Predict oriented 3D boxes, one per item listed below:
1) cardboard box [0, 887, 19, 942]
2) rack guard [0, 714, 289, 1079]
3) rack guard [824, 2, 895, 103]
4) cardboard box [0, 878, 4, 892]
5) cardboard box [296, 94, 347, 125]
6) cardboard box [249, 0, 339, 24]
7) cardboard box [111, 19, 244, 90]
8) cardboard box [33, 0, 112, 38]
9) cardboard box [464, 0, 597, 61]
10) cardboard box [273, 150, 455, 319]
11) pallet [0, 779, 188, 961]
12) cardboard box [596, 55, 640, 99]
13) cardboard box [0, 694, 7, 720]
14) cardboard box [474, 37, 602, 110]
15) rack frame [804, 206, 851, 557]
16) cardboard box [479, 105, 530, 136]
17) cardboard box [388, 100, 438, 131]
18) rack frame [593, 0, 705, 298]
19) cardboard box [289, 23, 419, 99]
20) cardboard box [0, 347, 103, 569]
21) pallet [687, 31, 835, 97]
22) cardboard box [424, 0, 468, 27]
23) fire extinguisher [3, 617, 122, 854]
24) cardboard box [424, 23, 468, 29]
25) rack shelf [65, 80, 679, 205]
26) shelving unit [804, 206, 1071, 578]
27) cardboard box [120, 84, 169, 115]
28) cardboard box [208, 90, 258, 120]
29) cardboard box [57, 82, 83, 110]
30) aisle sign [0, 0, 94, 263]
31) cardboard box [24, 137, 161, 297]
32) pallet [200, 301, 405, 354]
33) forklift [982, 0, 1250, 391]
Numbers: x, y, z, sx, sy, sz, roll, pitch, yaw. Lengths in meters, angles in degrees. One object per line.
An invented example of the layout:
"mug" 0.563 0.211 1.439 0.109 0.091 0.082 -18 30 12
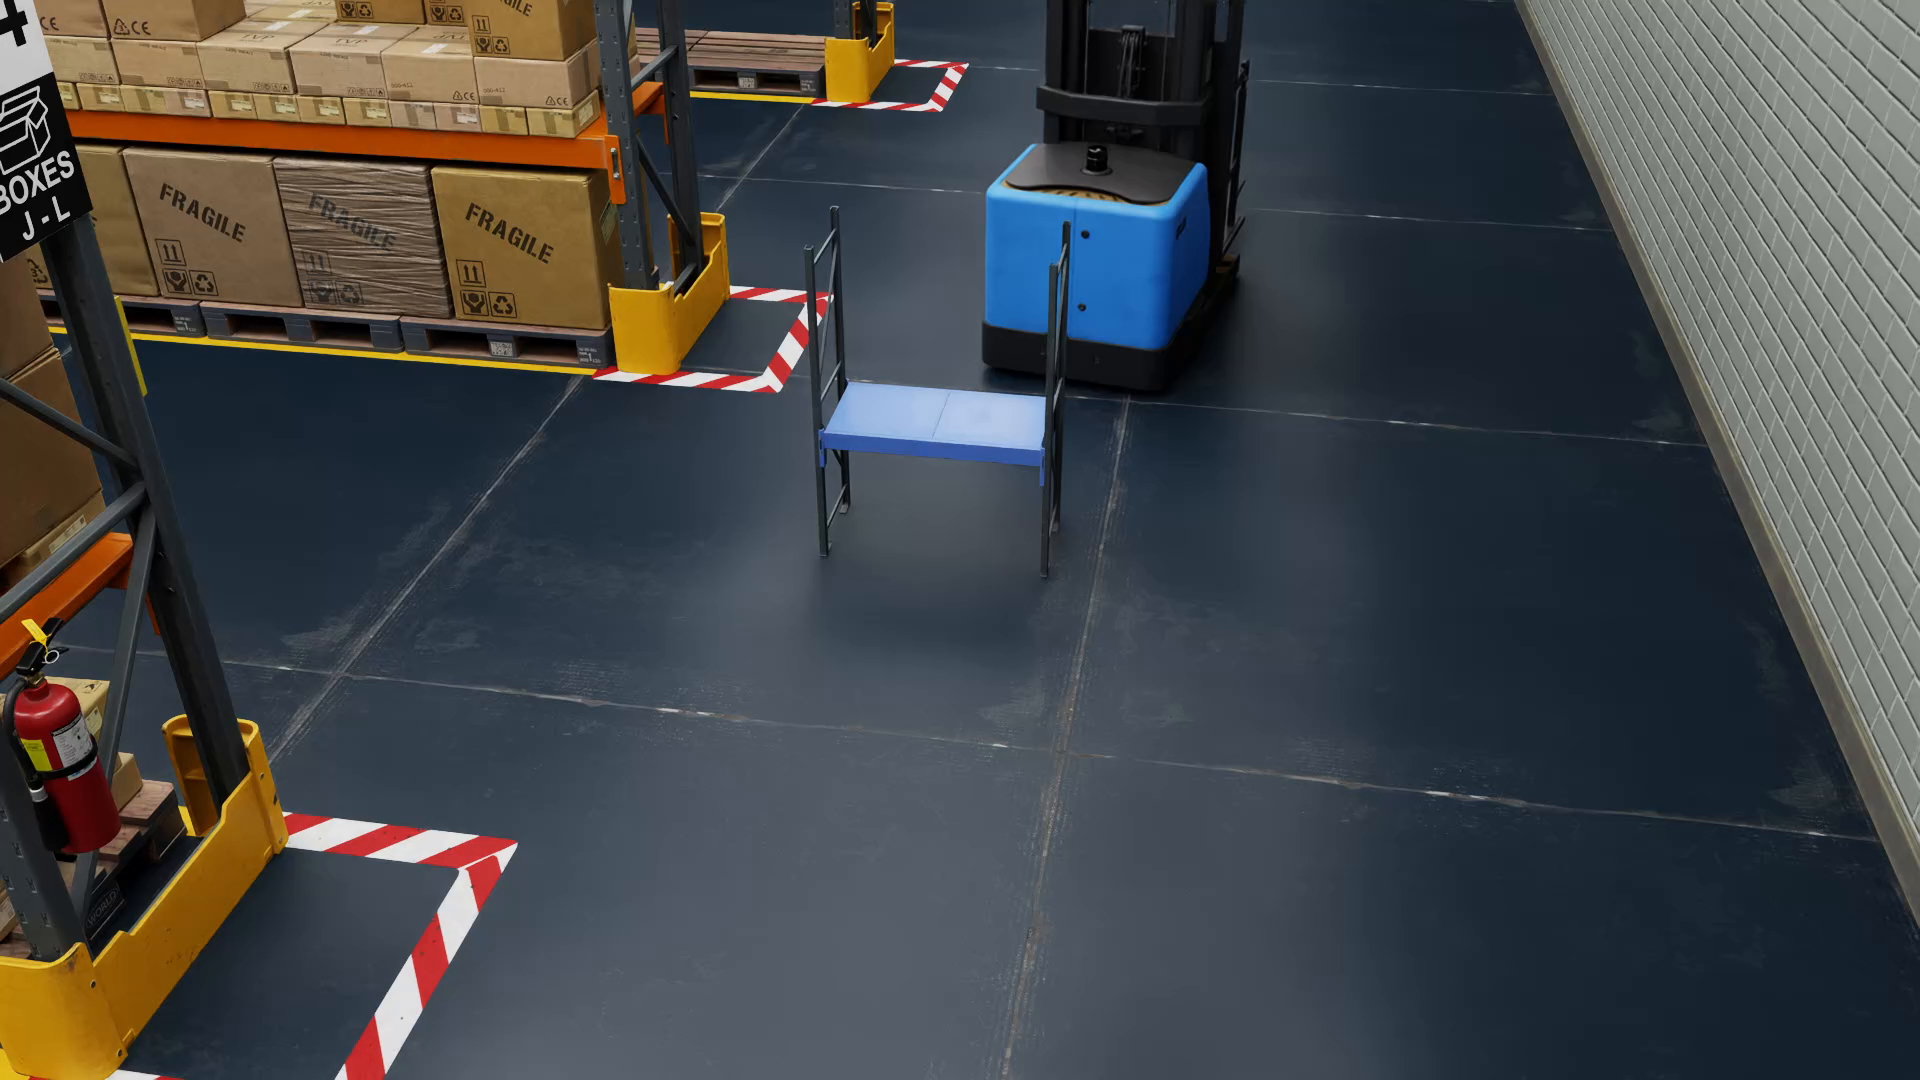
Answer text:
"cardboard box" -3.166 1.178 5.333 0.250 0.149 0.380 6 32 9
"rack guard" -2.687 1.138 5.461 0.348 0.500 1.175 5 32 8
"rack guard" -0.819 -4.035 13.726 0.348 0.500 1.175 5 32 8
"cardboard box" -3.180 1.092 5.190 0.250 0.149 0.380 4 32 7
"cardboard box" -3.347 -2.366 8.940 0.250 0.149 0.380 5 32 8
"cardboard box" -3.629 -2.880 9.385 0.500 0.250 0.500 5 32 7
"cardboard box" -4.201 -2.650 9.018 0.500 0.250 0.500 6 33 9
"cardboard box" -4.708 -3.013 8.890 0.500 0.500 0.500 5 32 8
"cardboard box" -2.202 -2.786 8.528 0.500 0.500 0.500 6 32 9
"cardboard box" -3.219 -1.874 9.523 0.875 0.875 0.875 5 32 8
"pallet" -3.482 1.169 5.683 1.213 0.211 1.003 5 32 8
"cardboard box" -1.972 -2.598 9.310 0.250 0.149 0.380 6 32 9
"cardboard box" -3.363 0.677 5.571 0.250 0.149 0.380 6 33 9
"cardboard box" -2.200 -2.467 8.725 0.500 0.250 0.500 5 32 7
"rack frame" -0.585 -0.689 7.437 0.032 1.500 0.500 5 32 8
"cardboard box" -2.341 -2.275 8.795 0.250 0.149 0.380 6 32 9
"cardboard box" -2.835 -2.321 8.868 0.250 0.149 0.380 6 32 9
"rack frame" -1.678 -2.500 8.917 0.127 3.000 1.000 5 32 8
"cardboard box" -3.202 -2.558 8.870 0.500 0.250 0.500 4 32 7
"cardboard box" -3.008 -0.268 4.976 0.500 0.500 0.500 7 33 11
"pallet" -1.651 -4.002 13.945 1.213 0.211 1.003 5 32 8
"cardboard box" -2.599 -3.109 9.044 0.500 0.500 0.500 4 32 7
"fire extinguisher" -2.441 0.540 4.485 0.183 0.674 0.296 5 32 8
"cardboard box" -2.619 -2.789 9.240 0.500 0.250 0.500 5 32 8
"rack shelf" -3.649 -2.373 9.393 4.000 0.370 1.077 5 32 8
"shelving unit" -0.084 -0.643 7.364 1.048 1.500 0.538 5 32 8
"cardboard box" -4.355 -2.458 9.087 0.250 0.149 0.380 5 32 8
"cardboard box" -3.848 -2.412 9.013 0.250 0.149 0.380 4 32 7
"cardboard box" -4.867 -2.503 9.159 0.250 0.149 0.380 6 33 10
"aisle sign" -2.490 -1.167 4.337 0.004 0.787 0.394 5 32 8
"cardboard box" -4.984 -2.034 9.778 0.875 0.875 0.875 5 32 8
"pallet" -3.678 -1.458 9.881 1.213 0.211 1.003 5 32 8
"forklift" 1.097 -2.812 9.480 1.130 2.935 3.031 11 34 17
